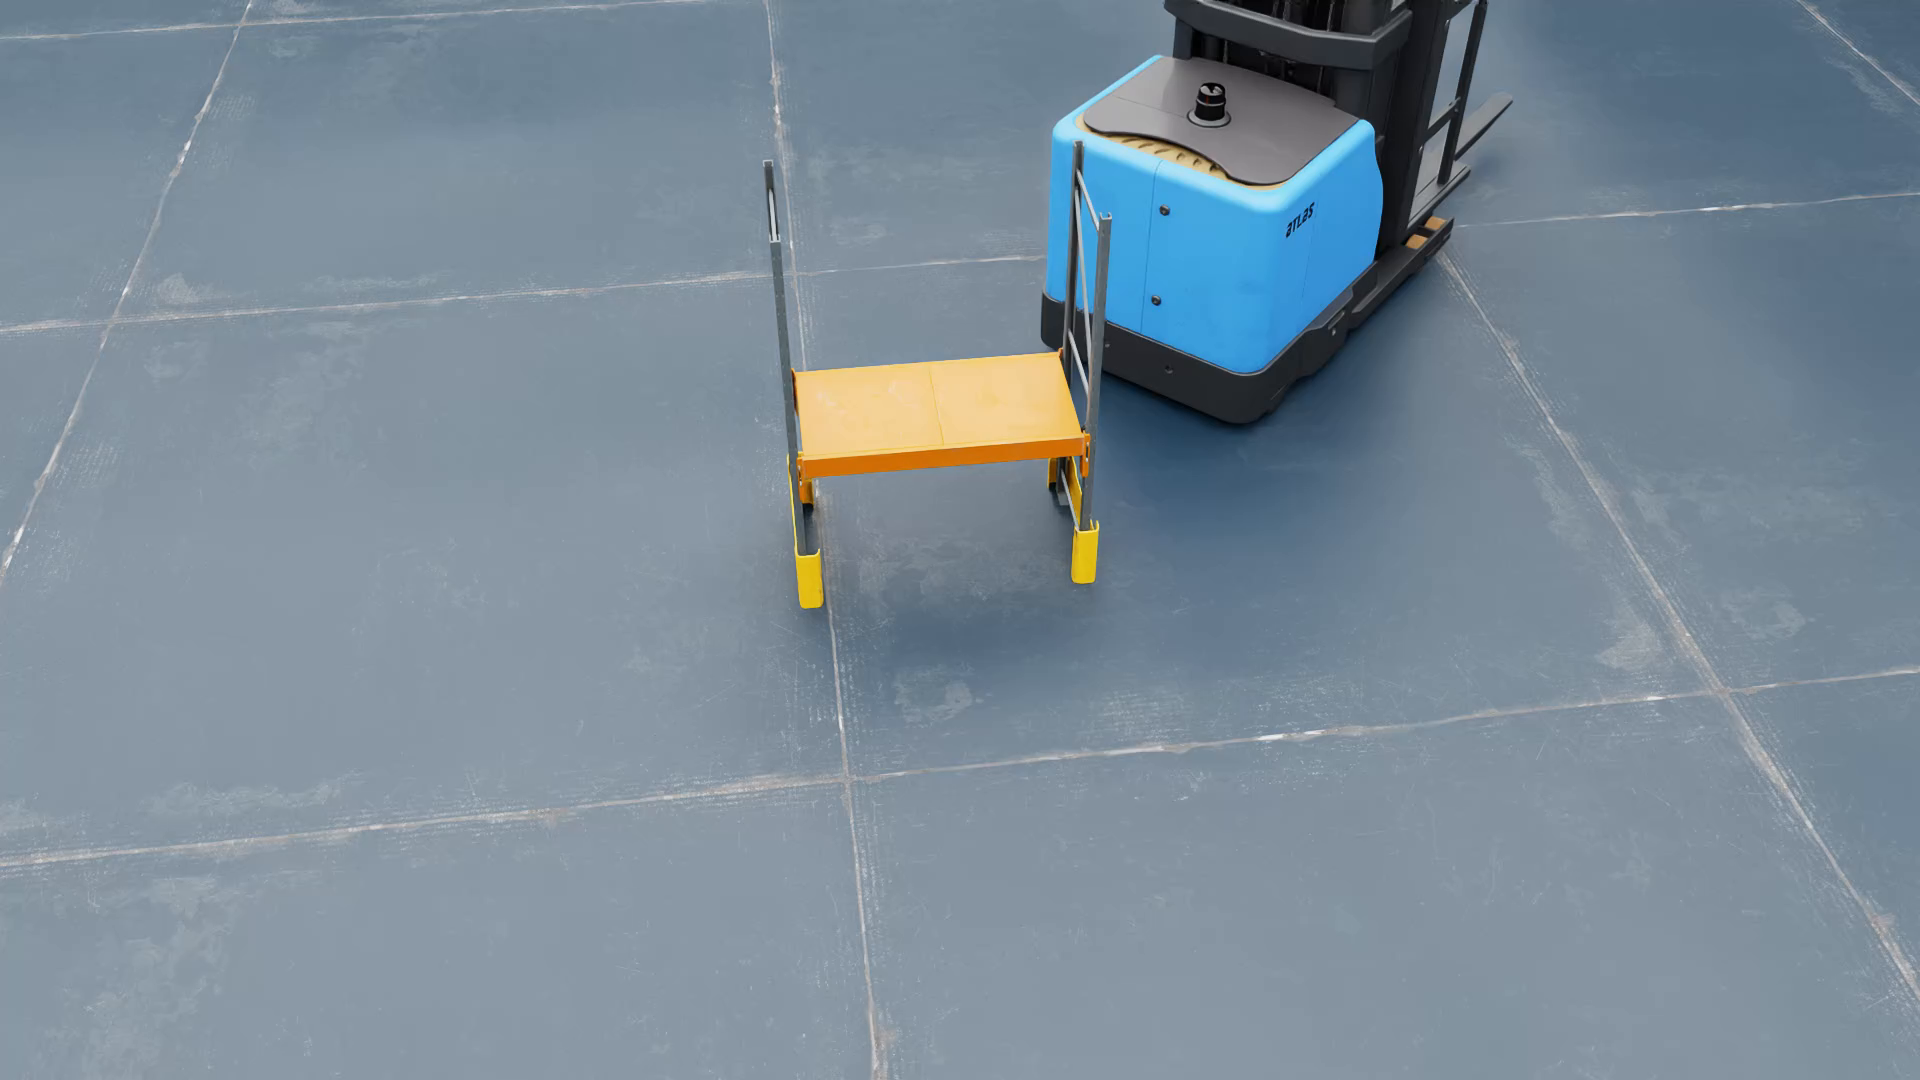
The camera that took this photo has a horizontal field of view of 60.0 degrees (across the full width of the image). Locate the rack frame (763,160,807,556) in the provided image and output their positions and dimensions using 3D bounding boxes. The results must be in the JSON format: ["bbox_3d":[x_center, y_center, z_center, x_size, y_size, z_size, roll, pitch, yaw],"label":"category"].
[{"bbox_3d":[-0.589,-0.505,5.691,0.032,1.500,0.500,-5,42,-6],"label":"rack frame"}]

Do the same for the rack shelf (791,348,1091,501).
[{"bbox_3d":[-0.085,-0.416,5.860,1.000,0.185,0.538,-5,42,-6],"label":"rack shelf"}]

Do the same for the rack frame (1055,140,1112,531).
[{"bbox_3d":[0.419,-0.594,5.788,0.032,1.500,0.500,-5,42,-6],"label":"rack frame"}]

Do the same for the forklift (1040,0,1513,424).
[{"bbox_3d":[1.627,-2.494,6.827,1.130,2.935,3.031,27,48,26],"label":"forklift"}]

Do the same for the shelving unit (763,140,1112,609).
[{"bbox_3d":[-0.076,-0.550,5.740,1.083,1.500,0.587,-5,42,-6],"label":"shelving unit"}]

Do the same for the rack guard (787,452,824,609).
[{"bbox_3d":[-0.569,-0.043,6.111,0.087,0.250,0.587,-5,42,-6],"label":"rack guard"}]

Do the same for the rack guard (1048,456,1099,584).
[{"bbox_3d":[0.418,-0.129,6.207,0.087,0.250,0.587,-5,42,-6],"label":"rack guard"}]
